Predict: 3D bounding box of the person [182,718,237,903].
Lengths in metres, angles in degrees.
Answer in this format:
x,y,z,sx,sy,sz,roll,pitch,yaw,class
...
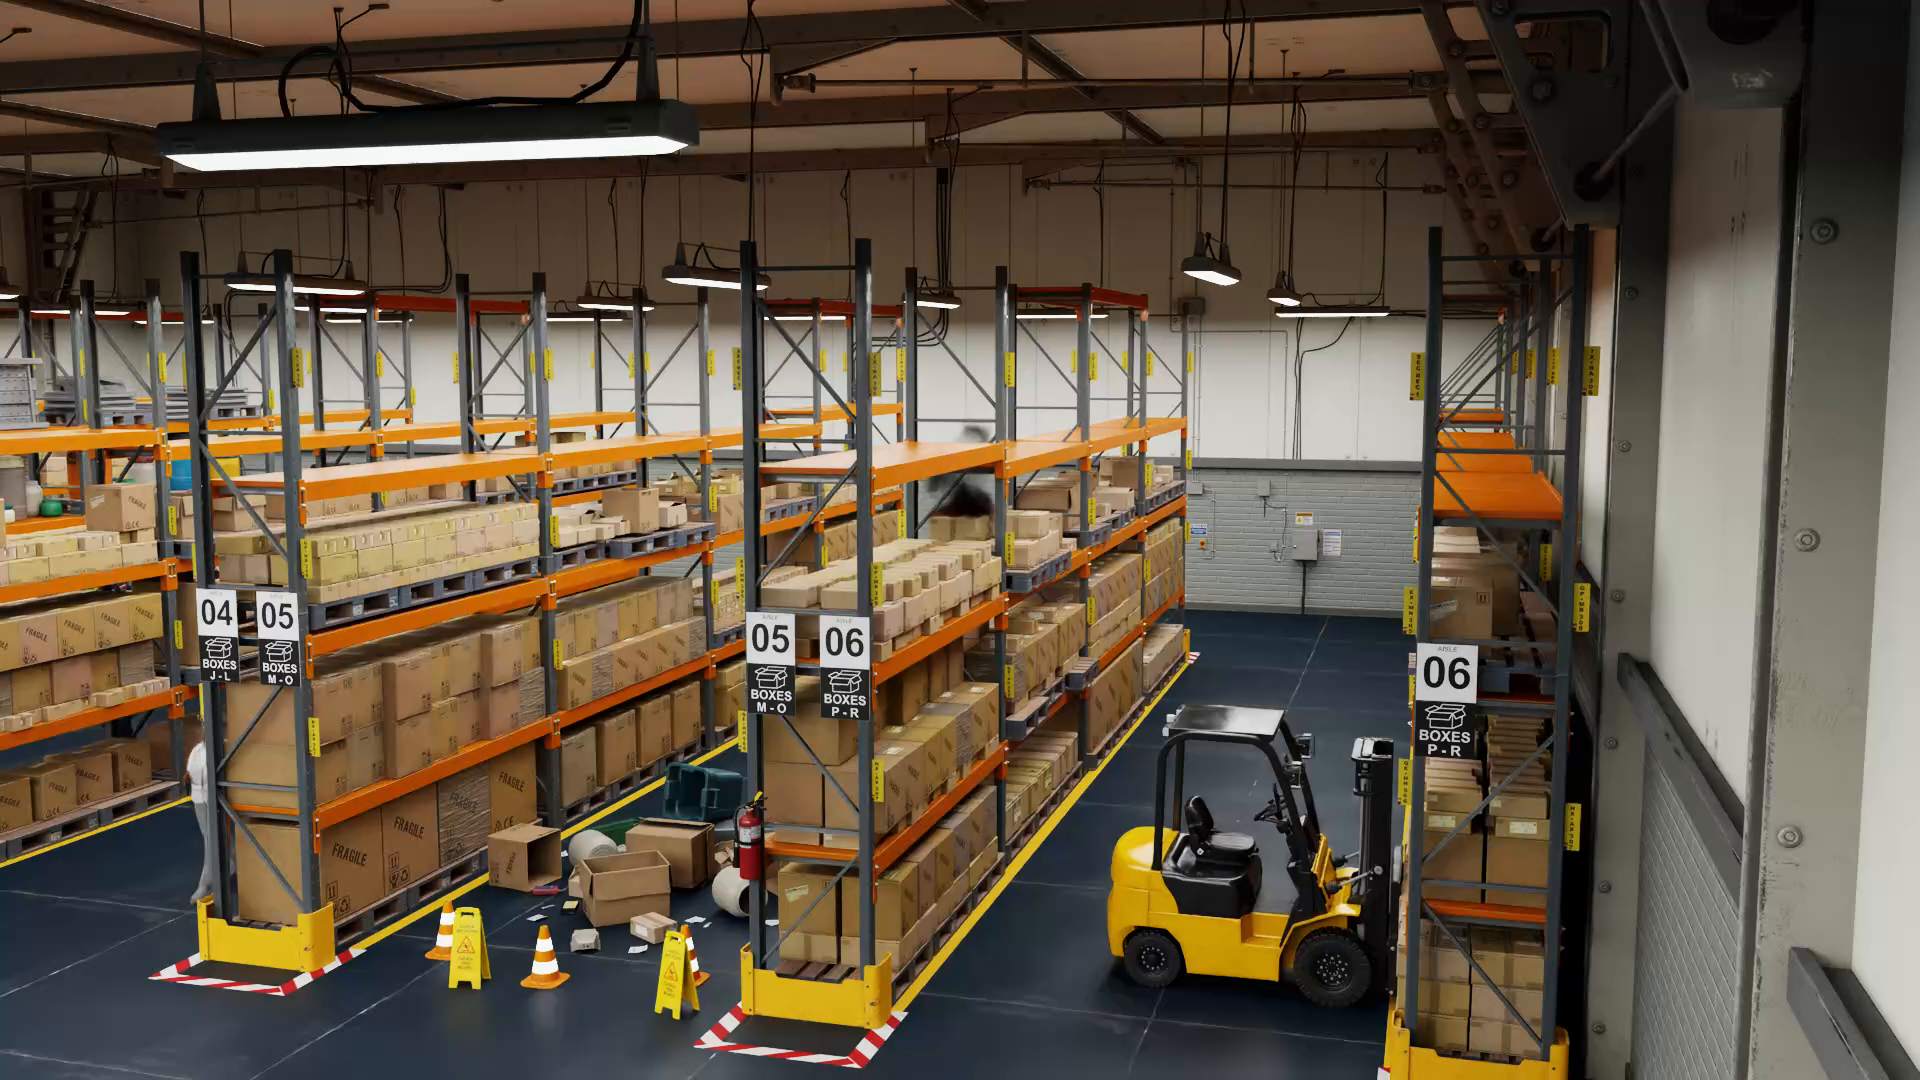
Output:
x,y,z,sx,sy,sz,roll,pitch,yaw,class
-7.161,2.517,15.953,0.581,1.697,0.894,1,7,12,person

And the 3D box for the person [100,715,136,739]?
x,y,z,sx,sy,sz,roll,pitch,yaw,class
-10.670,2.033,21.077,0.531,1.561,0.551,1,7,12,person
